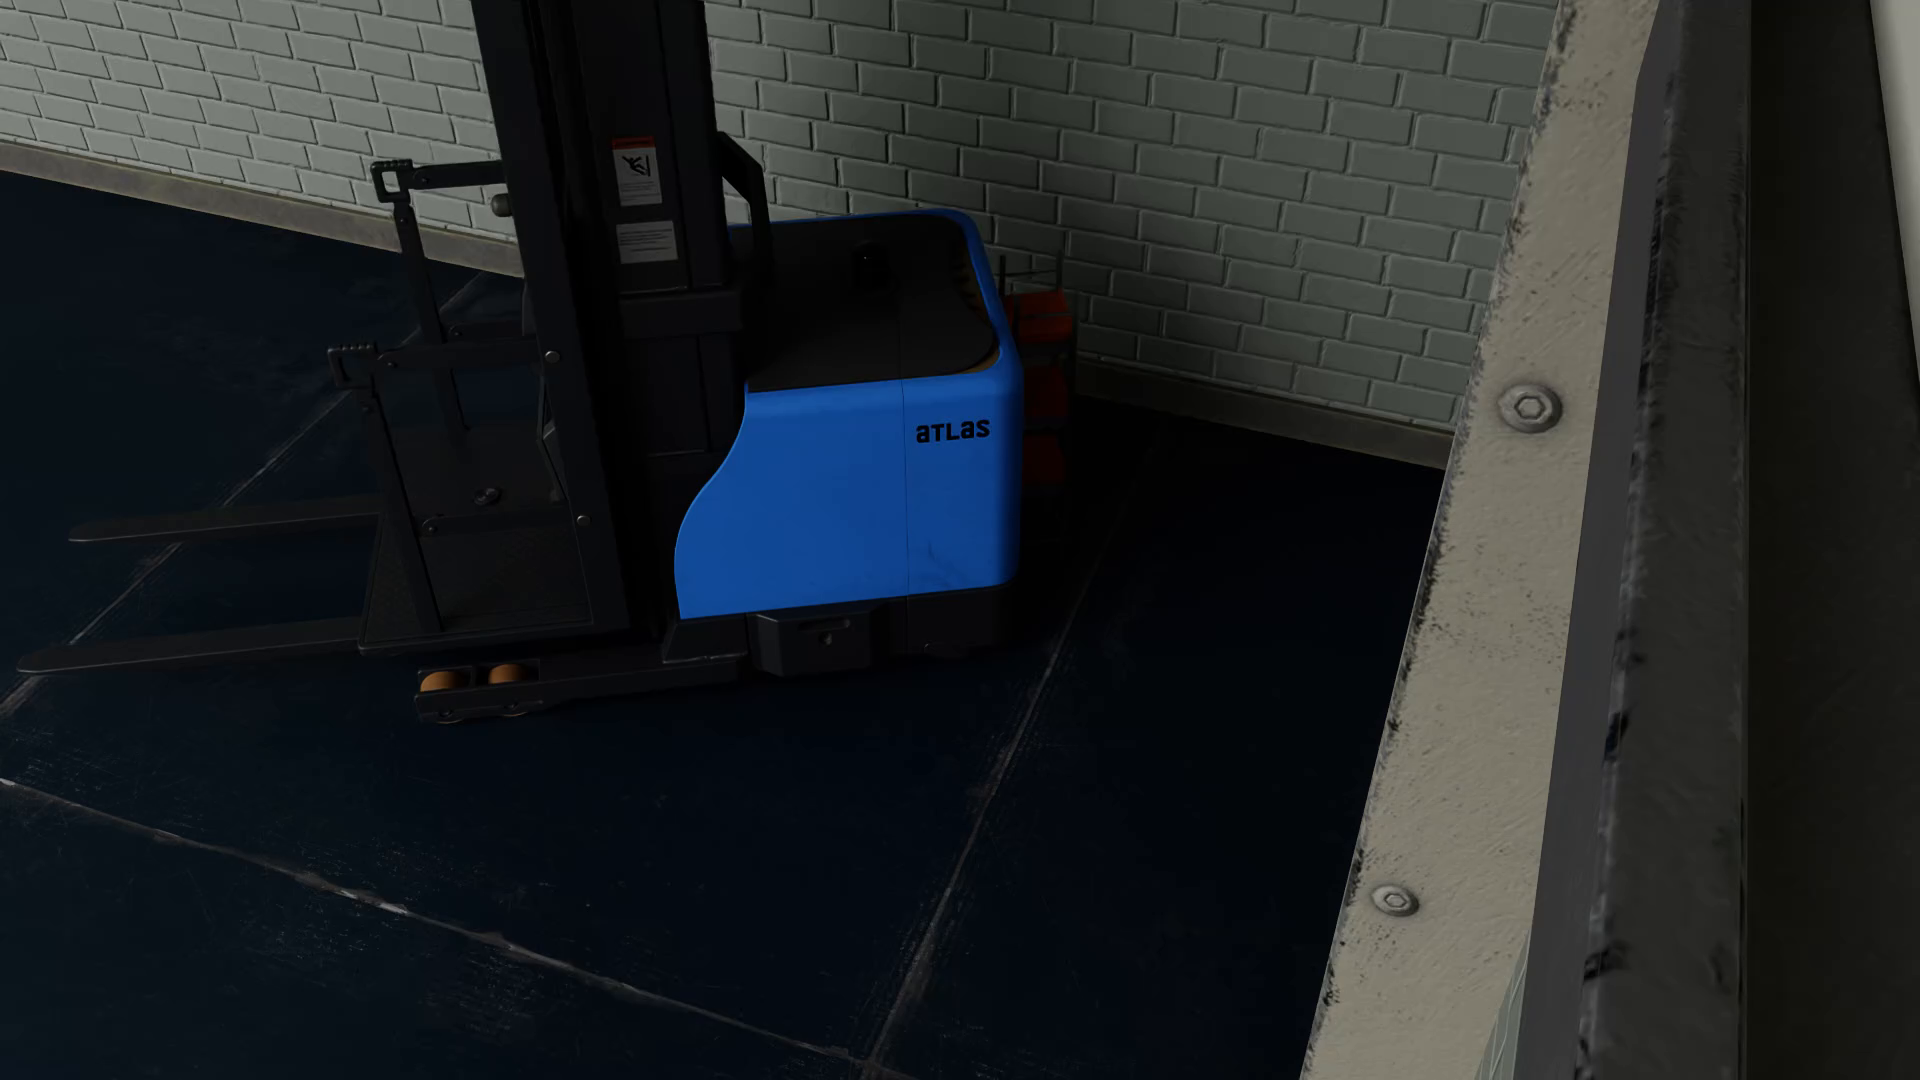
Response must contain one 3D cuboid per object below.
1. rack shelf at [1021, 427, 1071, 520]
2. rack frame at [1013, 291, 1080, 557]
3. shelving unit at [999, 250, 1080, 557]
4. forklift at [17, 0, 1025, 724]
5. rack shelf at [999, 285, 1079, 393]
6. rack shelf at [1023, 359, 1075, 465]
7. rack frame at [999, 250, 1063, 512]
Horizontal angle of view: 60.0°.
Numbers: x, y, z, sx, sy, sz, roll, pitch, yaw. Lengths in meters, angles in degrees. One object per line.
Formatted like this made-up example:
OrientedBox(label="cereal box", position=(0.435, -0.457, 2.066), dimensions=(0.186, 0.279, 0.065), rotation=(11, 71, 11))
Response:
OrientedBox(label="rack shelf", position=(0.242, -0.197, 5.616), dimensions=(0.215, 0.259, 0.240), rotation=(-6, 41, -7))
OrientedBox(label="rack frame", position=(0.261, -0.338, 5.338), dimensions=(0.200, 1.050, 0.008), rotation=(-6, 41, -7))
OrientedBox(label="shelving unit", position=(0.242, -0.416, 5.429), dimensions=(0.215, 1.050, 0.252), rotation=(-6, 41, -7))
OrientedBox(label="forklift", position=(-1.366, -0.922, 4.573), dimensions=(3.031, 2.935, 1.130), rotation=(-6, 41, -7))
OrientedBox(label="rack shelf", position=(0.242, -0.624, 5.252), dimensions=(0.215, 0.259, 0.240), rotation=(-6, 41, -7))
OrientedBox(label="rack shelf", position=(0.242, -0.408, 5.436), dimensions=(0.215, 0.259, 0.240), rotation=(-6, 41, -7))
OrientedBox(label="rack frame", position=(0.223, -0.495, 5.521), dimensions=(0.200, 1.050, 0.008), rotation=(-6, 41, -7))
